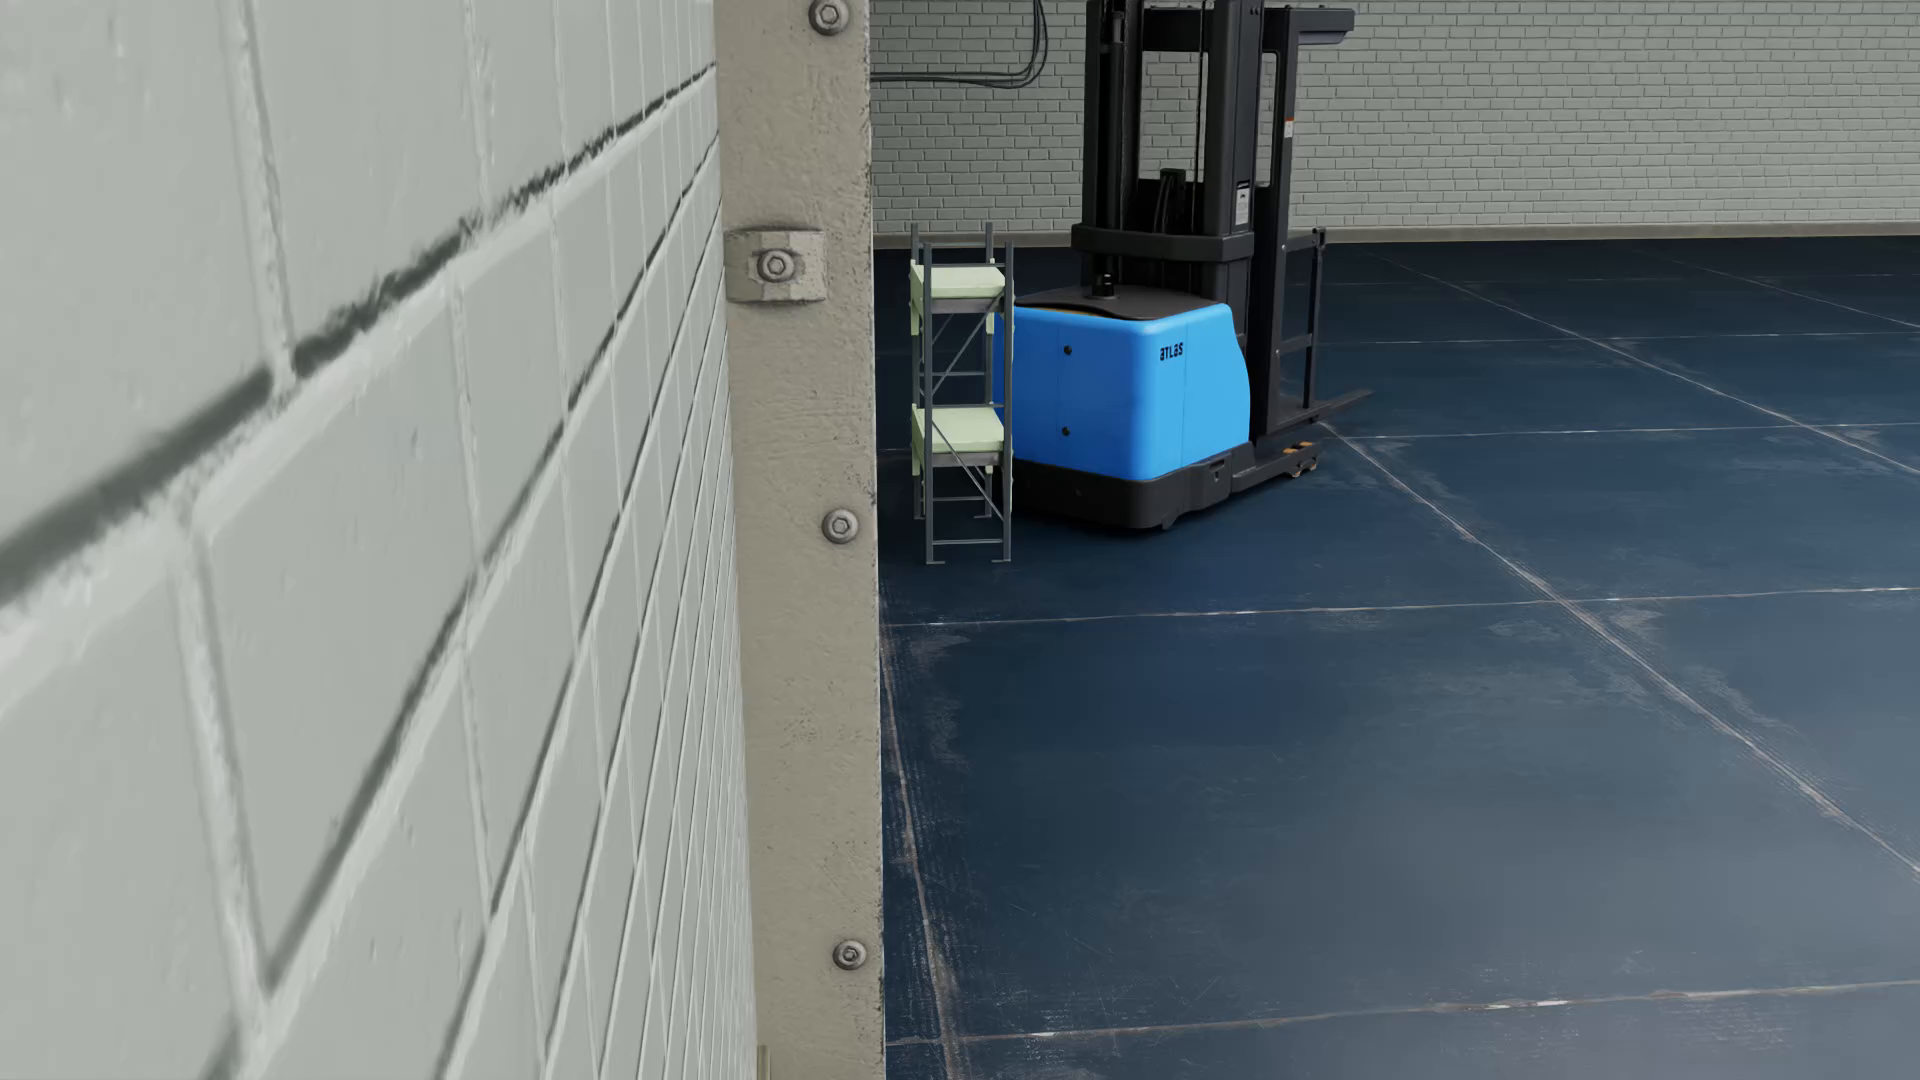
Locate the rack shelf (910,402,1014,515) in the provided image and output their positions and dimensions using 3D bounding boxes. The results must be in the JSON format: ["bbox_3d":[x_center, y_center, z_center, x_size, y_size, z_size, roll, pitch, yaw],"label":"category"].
[{"bbox_3d":[-0.001,-0.407,8.056,0.431,0.370,0.720,-2,18,-6],"label":"rack shelf"}]

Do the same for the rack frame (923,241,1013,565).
[{"bbox_3d":[0.037,-0.609,7.611,0.400,1.500,0.023,-2,18,-6],"label":"rack frame"}]

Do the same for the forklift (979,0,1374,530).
[{"bbox_3d":[1.402,-1.825,9.098,1.130,2.935,3.031,13,22,36],"label":"forklift"}]

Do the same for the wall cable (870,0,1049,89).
[{"bbox_3d":[-0.577,-6.040,17.575,3.097,2.526,0.112,-2,18,-6],"label":"wall cable"}]

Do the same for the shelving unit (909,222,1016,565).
[{"bbox_3d":[-0.001,-0.718,7.959,0.431,1.500,0.755,-2,18,-6],"label":"shelving unit"}]

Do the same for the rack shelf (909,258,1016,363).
[{"bbox_3d":[-0.001,-1.090,7.842,0.431,0.370,0.720,-2,18,-6],"label":"rack shelf"}]

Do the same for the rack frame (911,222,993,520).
[{"bbox_3d":[-0.038,-0.827,8.306,0.400,1.500,0.023,-2,18,-6],"label":"rack frame"}]

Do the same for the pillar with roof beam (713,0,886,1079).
[{"bbox_3d":[3.931,-3.160,3.220,9.100,9.000,0.400,-2,18,-6],"label":"pillar with roof beam"}]
